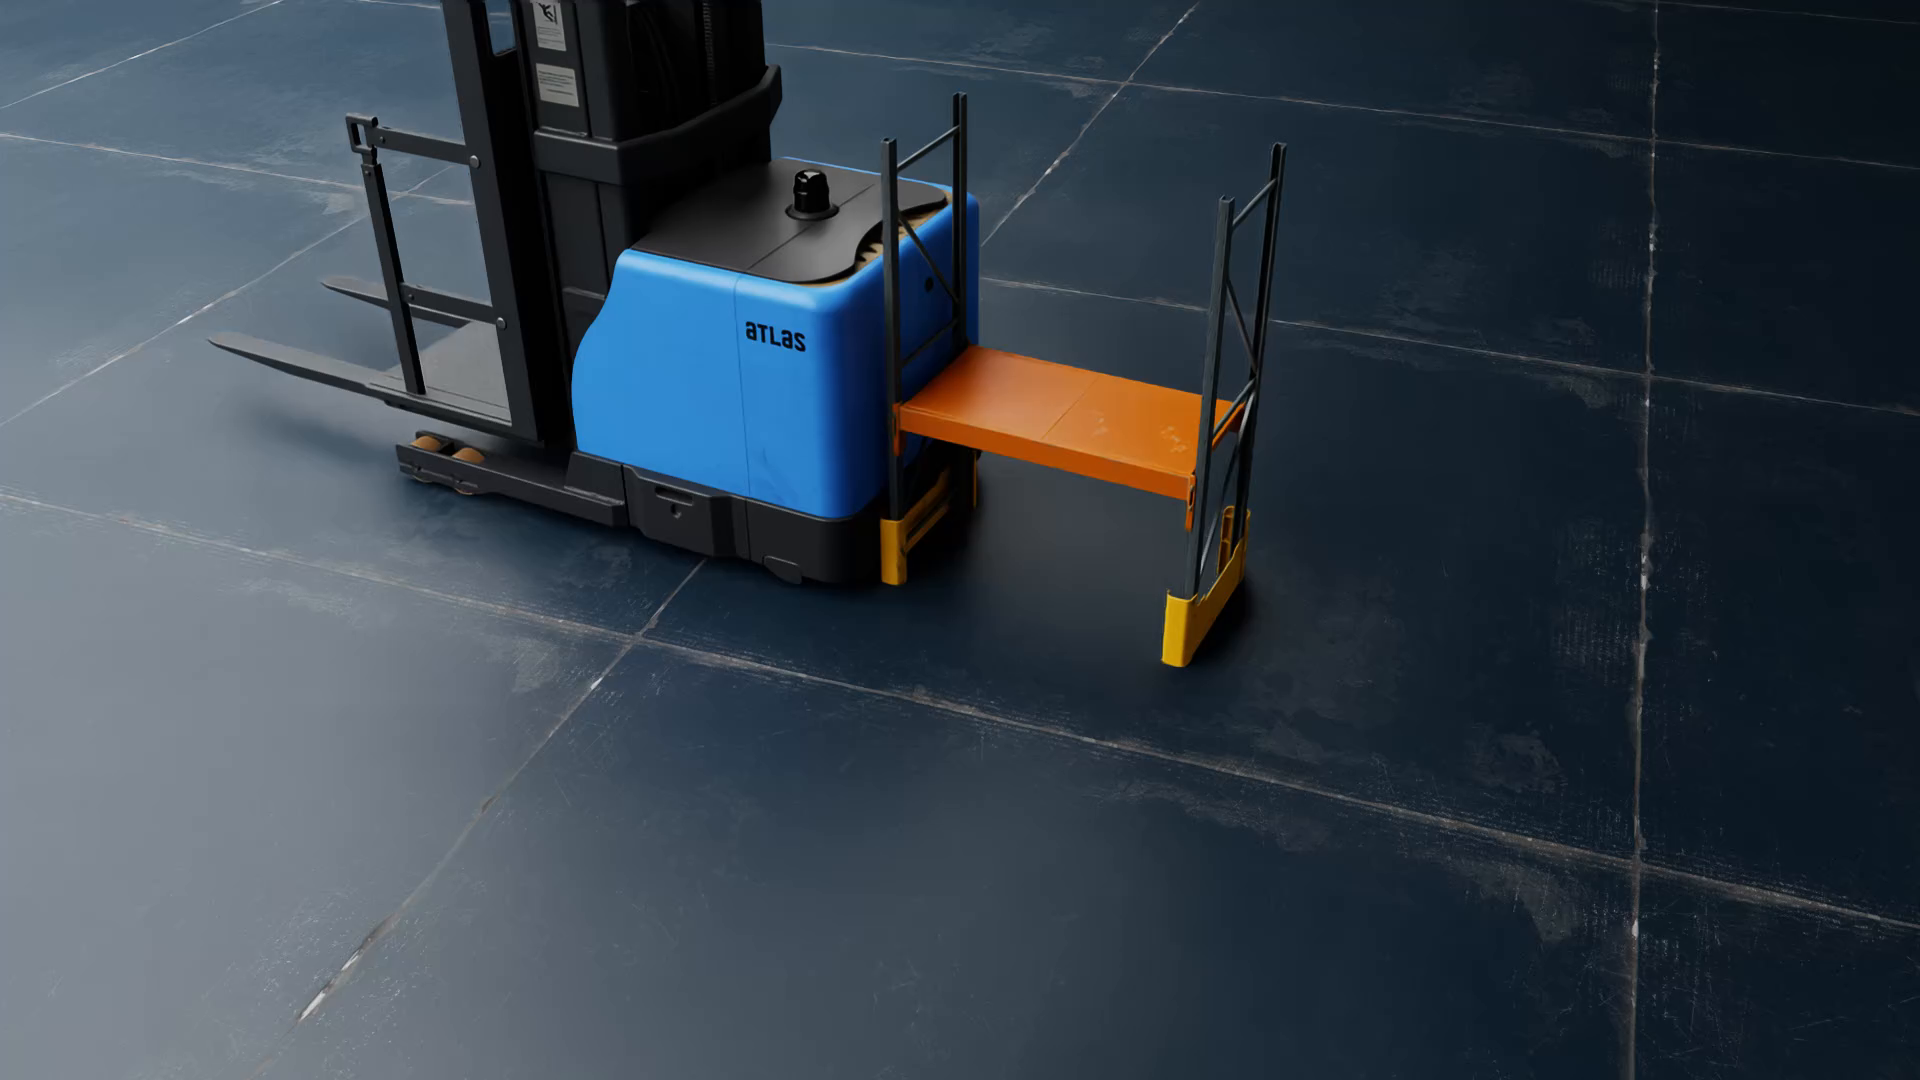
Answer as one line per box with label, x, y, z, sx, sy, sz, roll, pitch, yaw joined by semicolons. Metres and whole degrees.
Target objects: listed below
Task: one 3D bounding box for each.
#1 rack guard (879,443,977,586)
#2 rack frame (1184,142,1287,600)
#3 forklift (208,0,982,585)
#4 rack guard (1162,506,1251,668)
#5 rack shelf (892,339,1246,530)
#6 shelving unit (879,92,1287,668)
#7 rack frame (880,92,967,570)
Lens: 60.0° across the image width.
rack guard;-0.102;-0.101;5.676;0.087;0.250;0.587;15;36;22
rack frame;0.805;-0.379;4.954;0.032;1.500;0.500;15;36;22
forklift;-1.472;-1.632;5.575;3.031;2.935;1.130;15;36;22
rack guard;0.788;0.141;5.301;0.087;0.250;0.587;15;36;22
rack shelf;0.351;-0.351;5.243;1.000;0.185;0.538;15;36;22
shelving unit;0.343;-0.505;5.149;1.083;1.500;0.587;15;36;22
rack frame;-0.103;-0.626;5.337;0.032;1.500;0.500;15;36;22
